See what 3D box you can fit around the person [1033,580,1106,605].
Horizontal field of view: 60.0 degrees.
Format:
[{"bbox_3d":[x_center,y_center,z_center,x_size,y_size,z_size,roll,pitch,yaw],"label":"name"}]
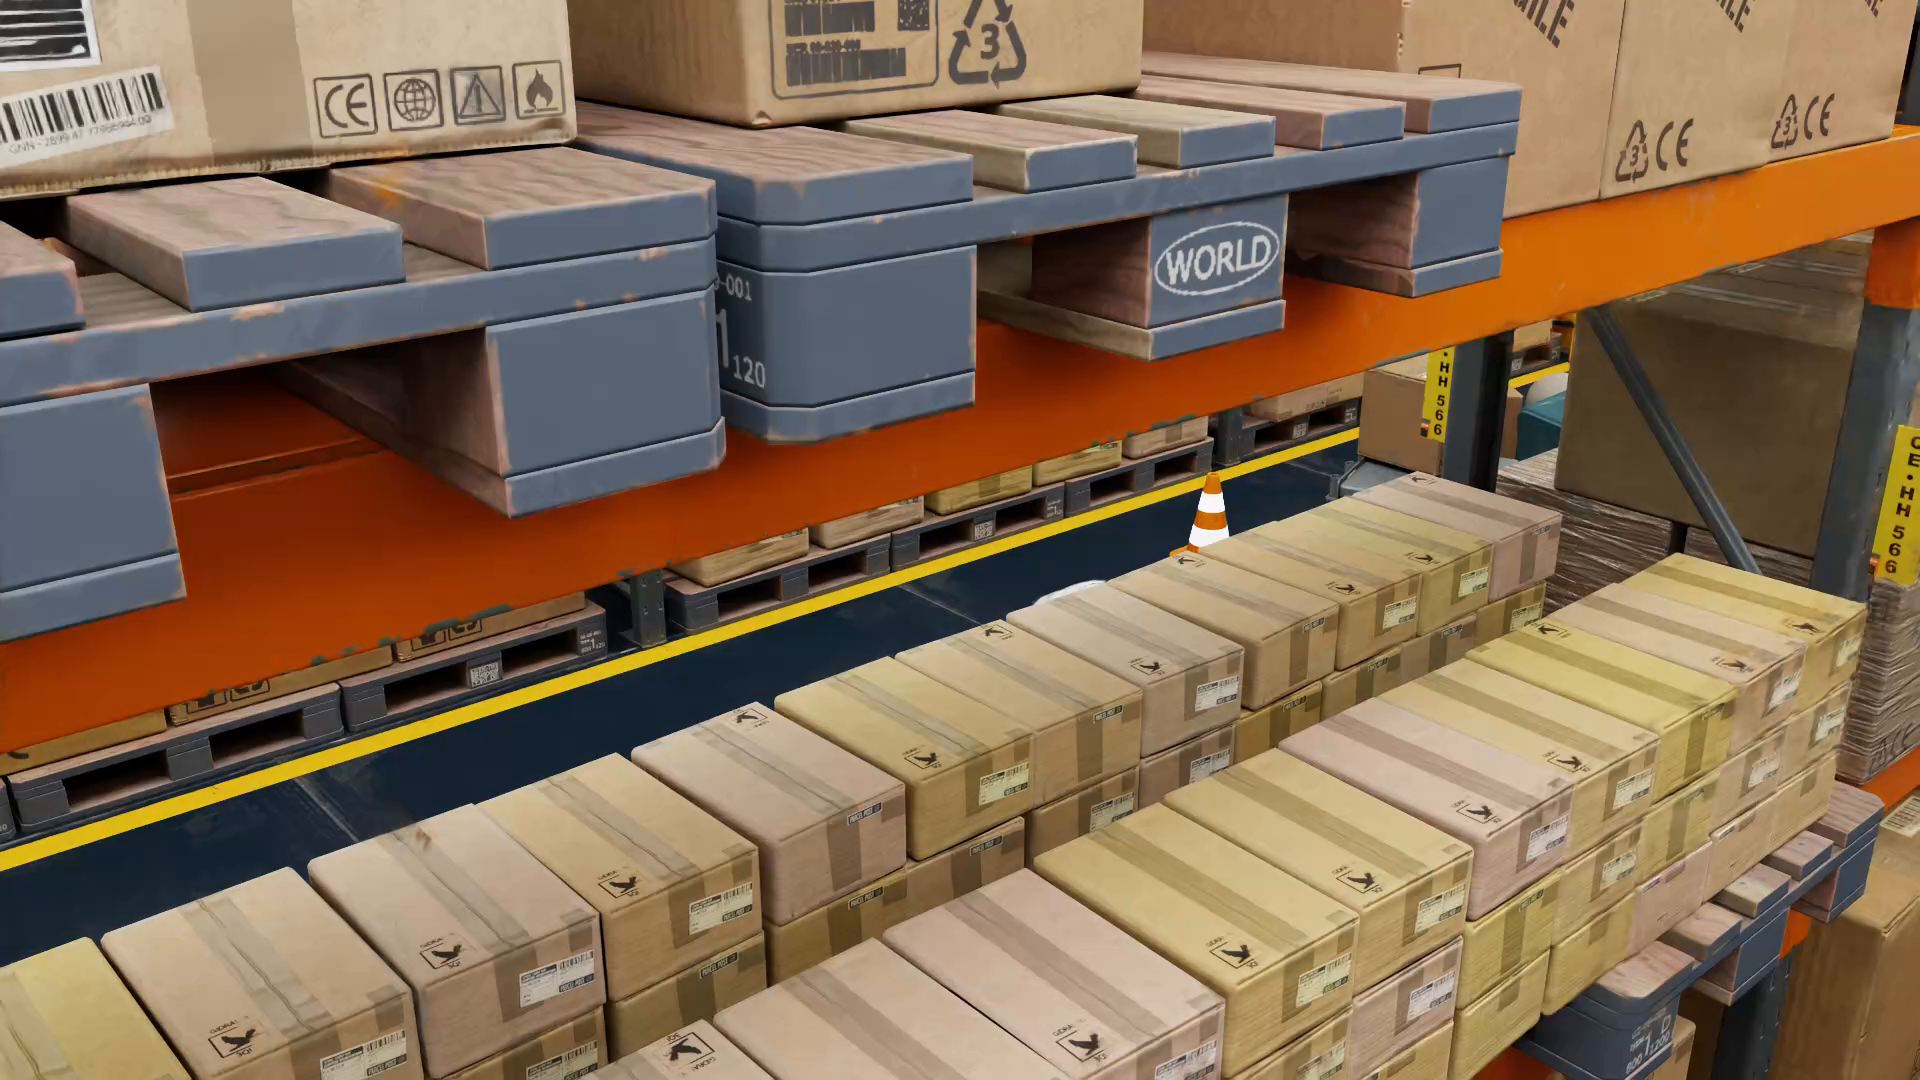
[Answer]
[{"bbox_3d":[0.632,0.582,6.013,0.466,0.992,0.916,-19,28,-40],"label":"person"}]
